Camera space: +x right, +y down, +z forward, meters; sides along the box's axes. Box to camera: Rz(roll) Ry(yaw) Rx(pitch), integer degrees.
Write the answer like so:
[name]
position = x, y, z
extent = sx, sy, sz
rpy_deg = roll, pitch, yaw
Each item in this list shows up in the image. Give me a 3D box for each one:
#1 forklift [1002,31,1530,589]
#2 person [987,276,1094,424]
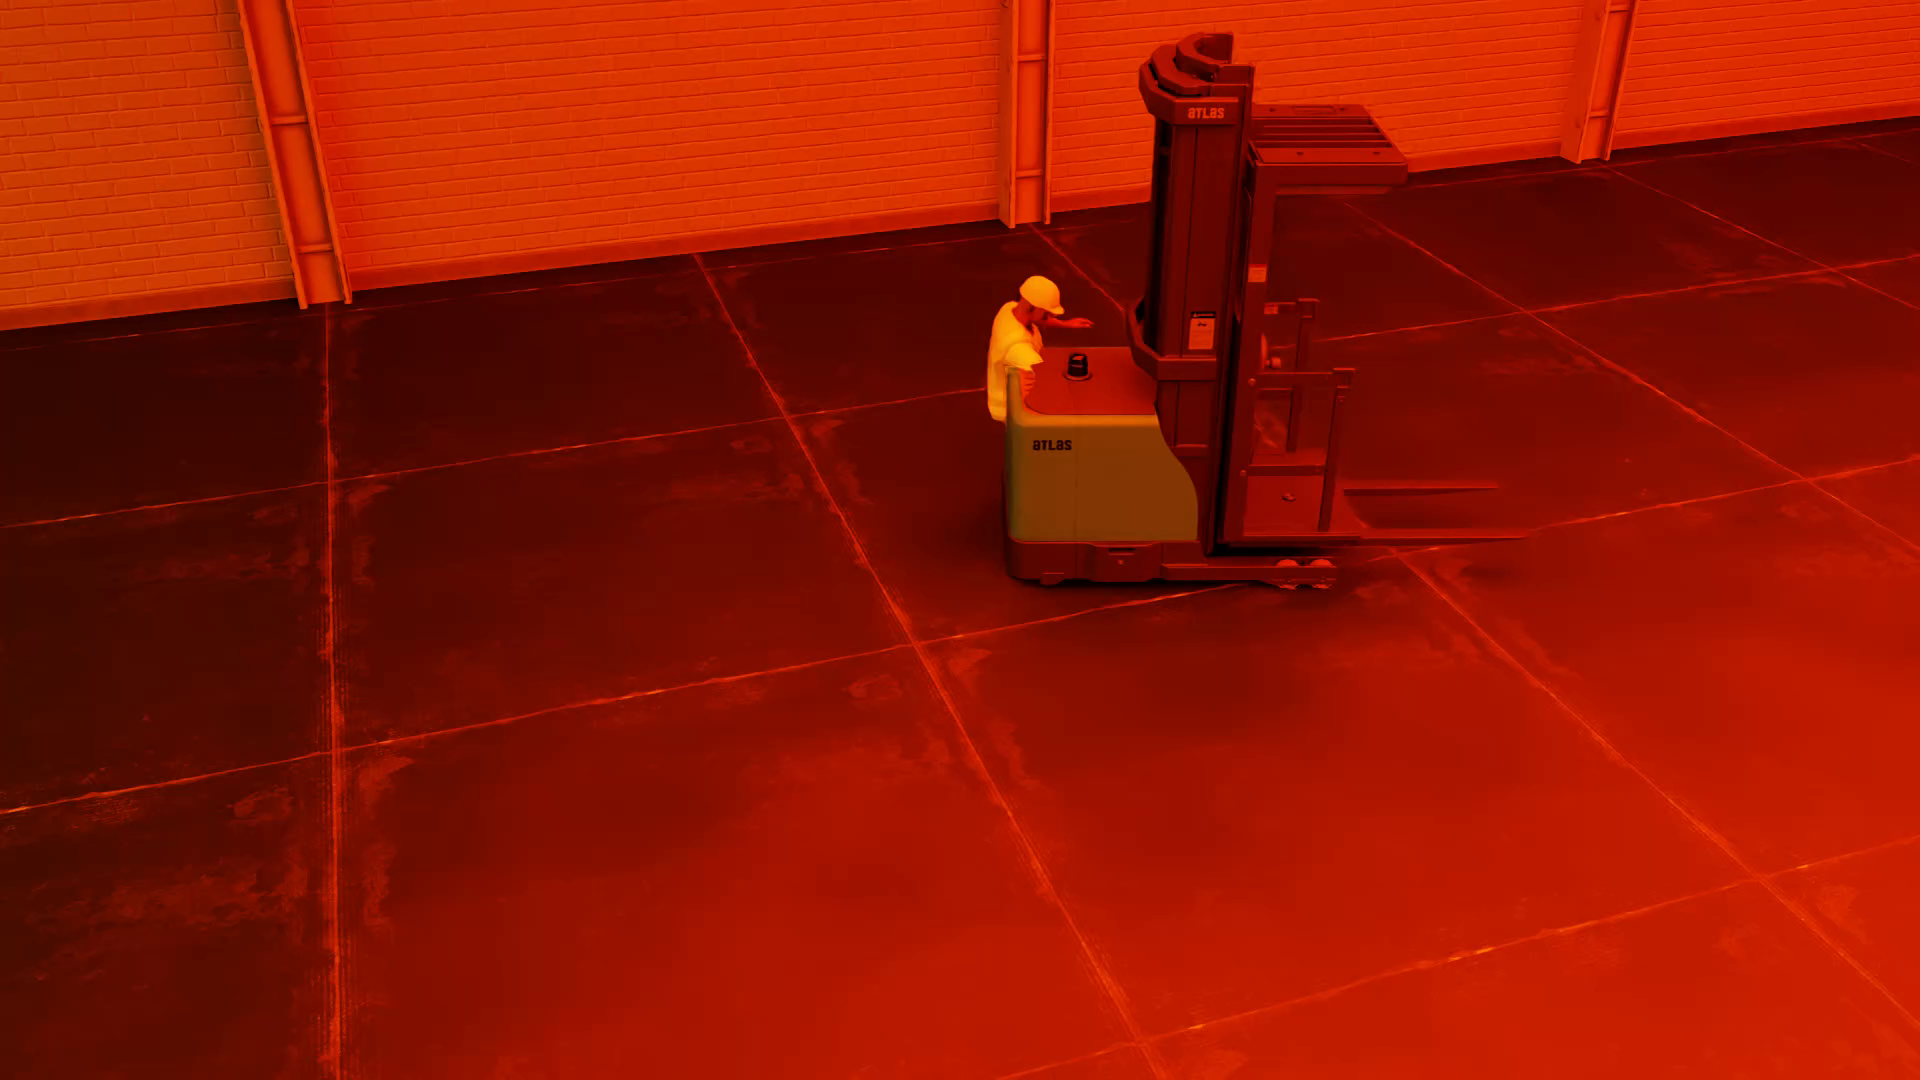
[forklift]
position = 1.782, -1.255, 9.268
extent = 3.031, 2.935, 1.130
rpy_deg = 0, 30, -1
[person]
position = 0.547, -0.890, 10.038
extent = 0.775, 1.536, 1.016
rpy_deg = 1, 30, 2
